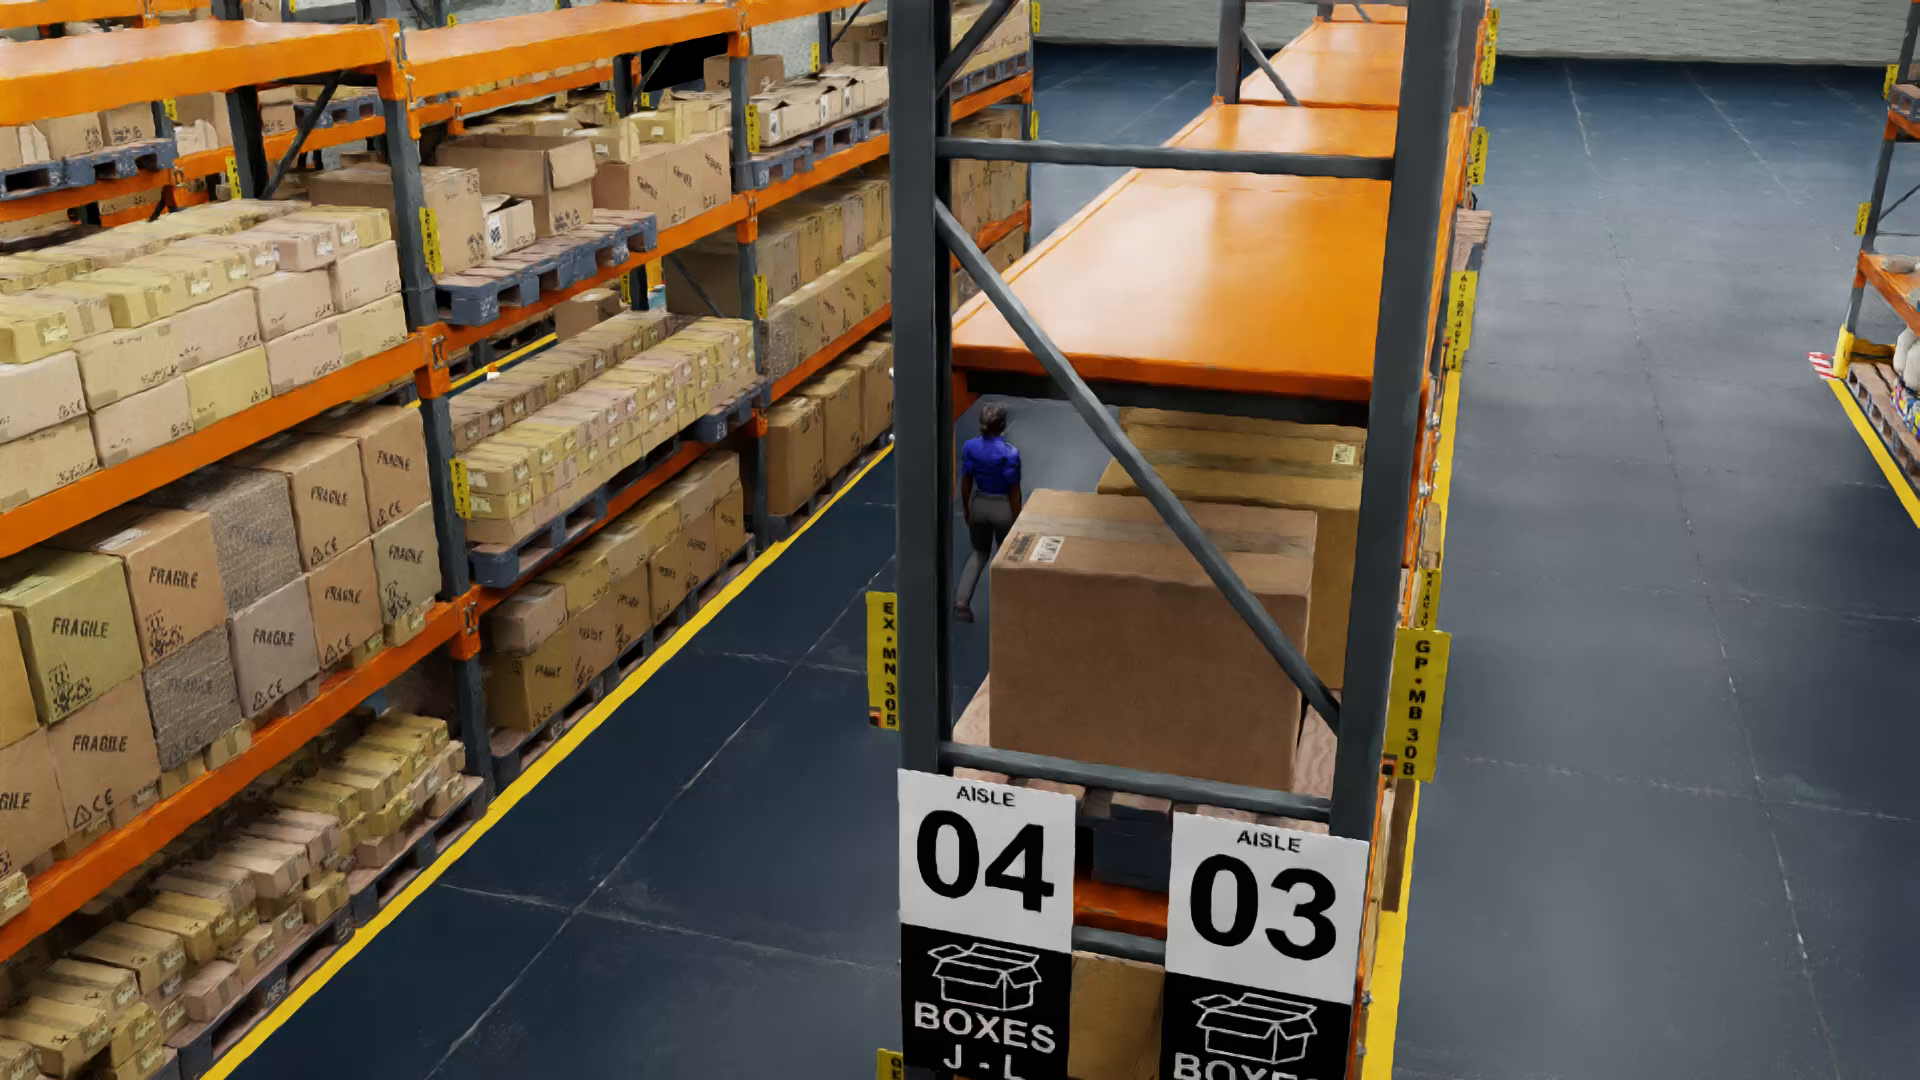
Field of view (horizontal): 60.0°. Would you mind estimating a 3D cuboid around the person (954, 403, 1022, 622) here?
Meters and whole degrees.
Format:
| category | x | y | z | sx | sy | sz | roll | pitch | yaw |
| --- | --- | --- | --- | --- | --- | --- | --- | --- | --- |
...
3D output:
| category | x | y | z | sx | sy | sz | roll | pitch | yaw |
| --- | --- | --- | --- | --- | --- | --- | --- | --- | --- |
| person | 0.226 | -0.173 | 11.526 | 0.482 | 1.654 | 0.649 | 11 | 25 | 25 |
